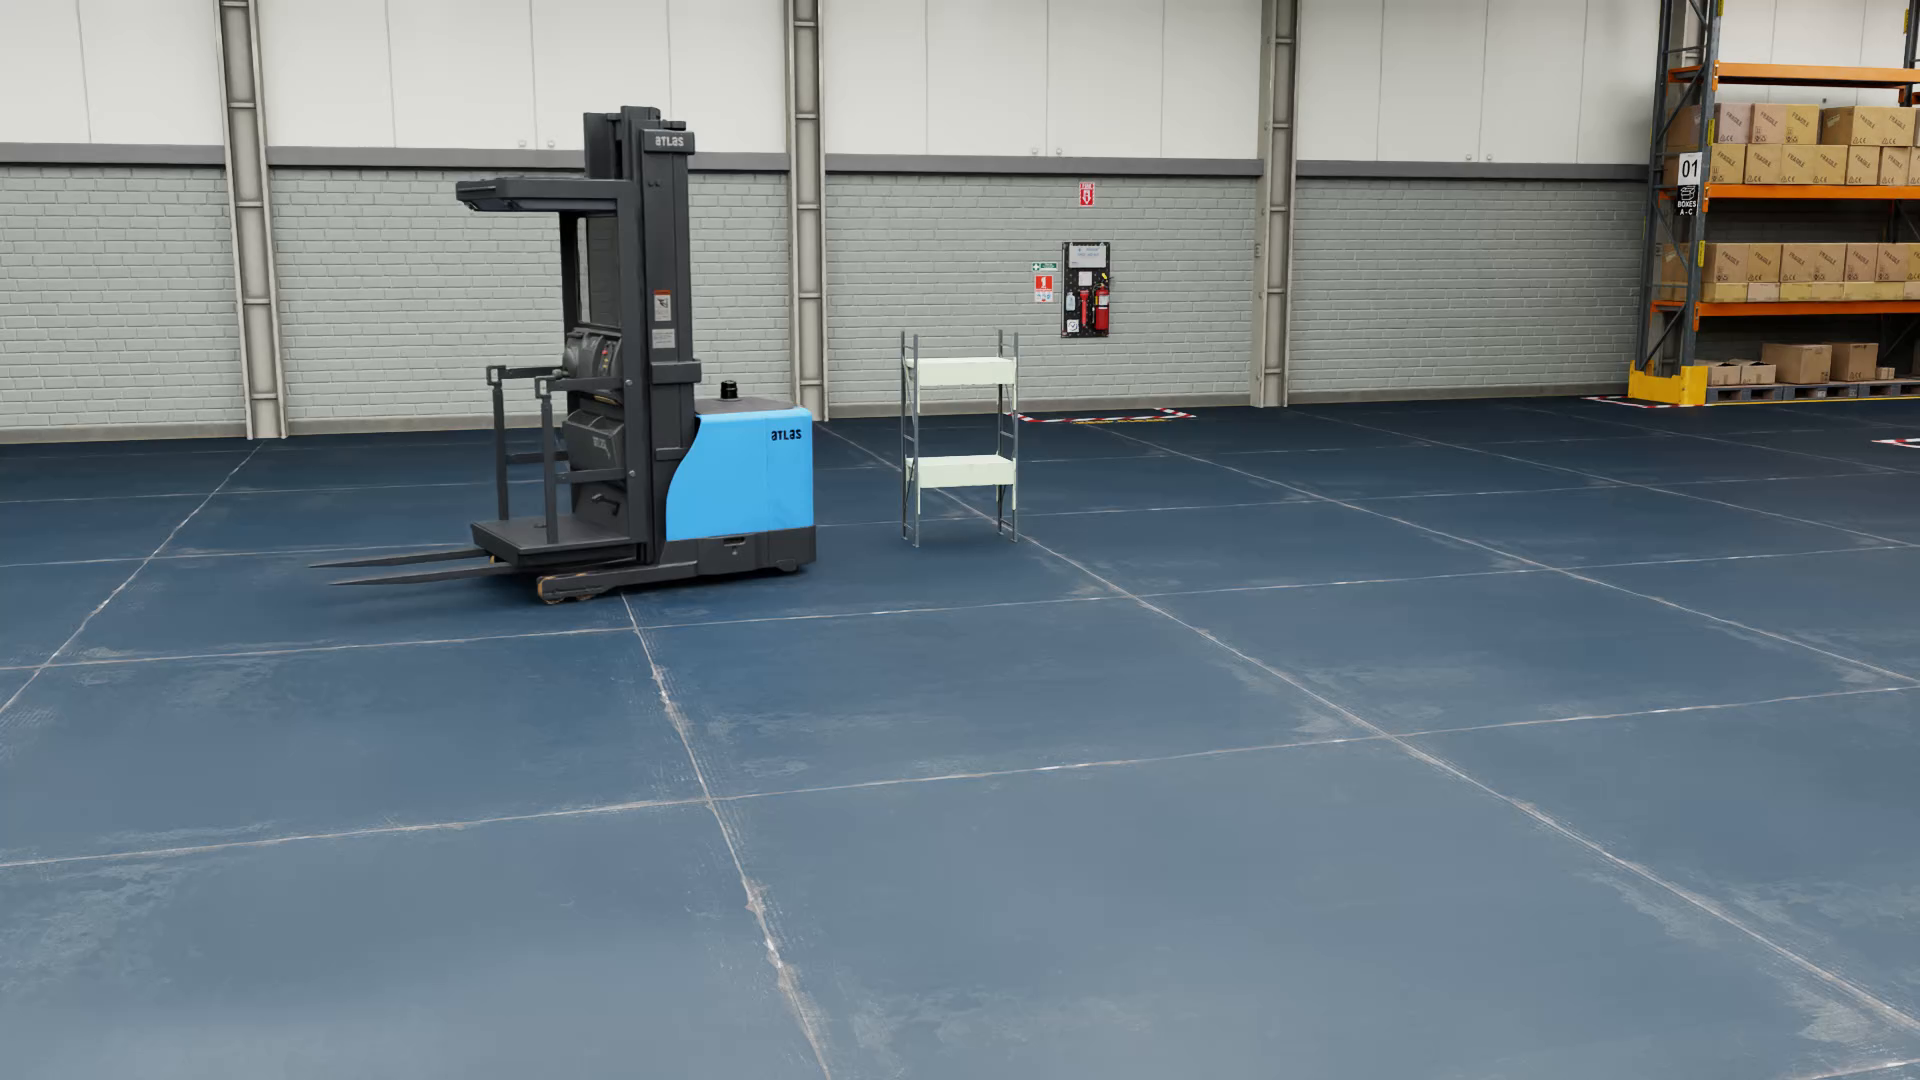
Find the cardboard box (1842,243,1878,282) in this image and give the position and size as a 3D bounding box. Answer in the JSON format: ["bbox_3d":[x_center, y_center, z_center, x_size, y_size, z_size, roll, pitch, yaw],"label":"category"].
[{"bbox_3d":[11.814,-3.703,22.162,0.500,0.500,0.500,-3,11,-18],"label":"cardboard box"}]

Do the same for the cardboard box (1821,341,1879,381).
[{"bbox_3d":[12.161,-2.453,22.774,0.500,0.500,0.500,-4,11,-20],"label":"cardboard box"}]

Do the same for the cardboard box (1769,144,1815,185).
[{"bbox_3d":[10.720,-4.878,21.645,0.500,0.500,0.500,-2,11,-13],"label":"cardboard box"}]

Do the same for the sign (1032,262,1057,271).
[{"bbox_3d":[1.039,-3.353,20.415,0.331,0.109,0.001,-3,11,-16],"label":"sign"}]

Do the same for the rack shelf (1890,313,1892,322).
[{"bbox_3d":[15.066,-3.273,23.525,4.000,0.370,1.077,-3,11,-16],"label":"rack shelf"}]

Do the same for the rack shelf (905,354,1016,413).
[{"bbox_3d":[-0.006,-1.121,11.838,0.720,0.370,0.431,-3,11,-16],"label":"rack shelf"}]

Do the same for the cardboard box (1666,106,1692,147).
[{"bbox_3d":[9.646,-5.416,21.803,0.500,0.500,0.500,-3,11,-13],"label":"cardboard box"}]

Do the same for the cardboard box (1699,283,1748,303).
[{"bbox_3d":[9.863,-3.228,21.657,0.500,0.250,0.500,-3,11,-18],"label":"cardboard box"}]

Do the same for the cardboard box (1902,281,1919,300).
[{"bbox_3d":[12.776,-3.385,22.506,0.500,0.250,0.500,-3,11,-16],"label":"cardboard box"}]

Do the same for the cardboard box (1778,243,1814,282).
[{"bbox_3d":[10.823,-3.648,21.865,0.500,0.500,0.500,-3,11,-18],"label":"cardboard box"}]

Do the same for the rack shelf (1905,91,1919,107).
[{"bbox_3d":[15.066,-6.026,23.019,4.000,0.370,1.077,-3,11,-16],"label":"rack shelf"}]

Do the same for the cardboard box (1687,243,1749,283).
[{"bbox_3d":[9.848,-3.600,21.602,0.500,0.500,0.500,-3,11,-16],"label":"cardboard box"}]

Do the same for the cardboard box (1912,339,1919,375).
[{"bbox_3d":[13.848,-2.552,23.315,0.500,0.500,0.700,-3,11,-14],"label":"cardboard box"}]

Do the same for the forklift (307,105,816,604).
[{"bbox_3d":[-2.468,-1.167,10.289,3.031,2.935,1.130,-6,12,-31],"label":"forklift"}]

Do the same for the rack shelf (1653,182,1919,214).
[{"bbox_3d":[11.226,-4.545,22.154,4.000,0.370,1.077,-3,11,-16],"label":"rack shelf"}]

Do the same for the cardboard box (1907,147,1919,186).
[{"bbox_3d":[12.728,-4.991,22.255,0.500,0.500,0.500,-3,11,-14],"label":"cardboard box"}]

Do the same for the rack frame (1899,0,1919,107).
[{"bbox_3d":[13.146,-6.476,22.367,0.127,3.000,1.000,-3,11,-16],"label":"rack frame"}]

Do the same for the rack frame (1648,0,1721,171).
[{"bbox_3d":[9.306,-6.273,21.268,0.127,3.000,1.000,-3,11,-16],"label":"rack frame"}]

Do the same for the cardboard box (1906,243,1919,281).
[{"bbox_3d":[12.779,-3.752,22.432,0.500,0.500,0.500,-3,11,-16],"label":"cardboard box"}]

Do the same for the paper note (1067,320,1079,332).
[{"bbox_3d":[1.402,-2.656,20.624,0.142,0.148,0.016,-3,11,-16],"label":"paper note"}]

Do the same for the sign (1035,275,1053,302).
[{"bbox_3d":[1.032,-3.094,20.470,0.234,0.329,0.001,-3,11,-16],"label":"sign"}]

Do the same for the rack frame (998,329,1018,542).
[{"bbox_3d":[0.345,-0.756,12.009,0.023,1.500,0.400,-3,11,-16],"label":"rack frame"}]

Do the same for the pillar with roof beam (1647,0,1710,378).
[{"bbox_3d":[10.939,-5.711,18.212,0.400,9.000,9.100,-3,11,-16],"label":"pillar with roof beam"}]

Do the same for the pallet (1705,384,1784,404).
[{"bbox_3d":[10.168,-1.990,22.274,1.213,0.211,1.003,-3,11,-16],"label":"pallet"}]

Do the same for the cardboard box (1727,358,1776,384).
[{"bbox_3d":[10.542,-2.265,22.277,0.500,0.311,0.500,-2,11,-11],"label":"cardboard box"}]

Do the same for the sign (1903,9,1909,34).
[{"bbox_3d":[12.985,-7.109,22.791,0.005,0.325,0.100,-3,11,-16],"label":"sign"}]

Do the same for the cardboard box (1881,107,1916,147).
[{"bbox_3d":[12.215,-5.449,21.982,0.500,0.500,0.500,-2,11,-13],"label":"cardboard box"}]

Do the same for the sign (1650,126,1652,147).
[{"bbox_3d":[9.170,-5.331,21.989,0.005,0.325,0.100,-3,11,-16],"label":"sign"}]

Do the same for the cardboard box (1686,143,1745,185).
[{"bbox_3d":[9.696,-4.830,21.384,0.500,0.500,0.500,-3,11,-14],"label":"cardboard box"}]

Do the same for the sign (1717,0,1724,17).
[{"bbox_3d":[9.457,-6.677,20.664,0.005,0.325,0.100,-3,11,-16],"label":"sign"}]

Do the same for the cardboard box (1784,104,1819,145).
[{"bbox_3d":[10.728,-5.371,21.556,0.500,0.500,0.500,-3,11,-14],"label":"cardboard box"}]

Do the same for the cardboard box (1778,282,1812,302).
[{"bbox_3d":[10.848,-3.282,21.948,0.500,0.250,0.500,-3,11,-17],"label":"cardboard box"}]

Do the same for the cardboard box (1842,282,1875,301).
[{"bbox_3d":[11.817,-3.333,22.224,0.500,0.250,0.500,-3,11,-16],"label":"cardboard box"}]

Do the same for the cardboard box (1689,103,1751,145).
[{"bbox_3d":[9.743,-5.326,21.315,0.500,0.500,0.500,-4,11,-20],"label":"cardboard box"}]

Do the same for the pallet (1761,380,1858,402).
[{"bbox_3d":[11.338,-2.051,22.606,1.213,0.211,1.003,-3,11,-16],"label":"pallet"}]

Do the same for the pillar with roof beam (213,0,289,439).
[{"bbox_3d":[-6.343,-4.800,13.264,0.400,9.000,9.100,-3,11,-16],"label":"pillar with roof beam"}]

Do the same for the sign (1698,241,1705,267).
[{"bbox_3d":[9.457,-3.654,21.220,0.005,0.325,0.100,-3,11,-16],"label":"sign"}]

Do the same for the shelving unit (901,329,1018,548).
[{"bbox_3d":[-0.006,-0.737,11.909,0.755,1.500,0.431,-3,11,-16],"label":"shelving unit"}]

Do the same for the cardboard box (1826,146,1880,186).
[{"bbox_3d":[11.720,-4.933,21.941,0.500,0.500,0.500,-3,11,-18],"label":"cardboard box"}]
